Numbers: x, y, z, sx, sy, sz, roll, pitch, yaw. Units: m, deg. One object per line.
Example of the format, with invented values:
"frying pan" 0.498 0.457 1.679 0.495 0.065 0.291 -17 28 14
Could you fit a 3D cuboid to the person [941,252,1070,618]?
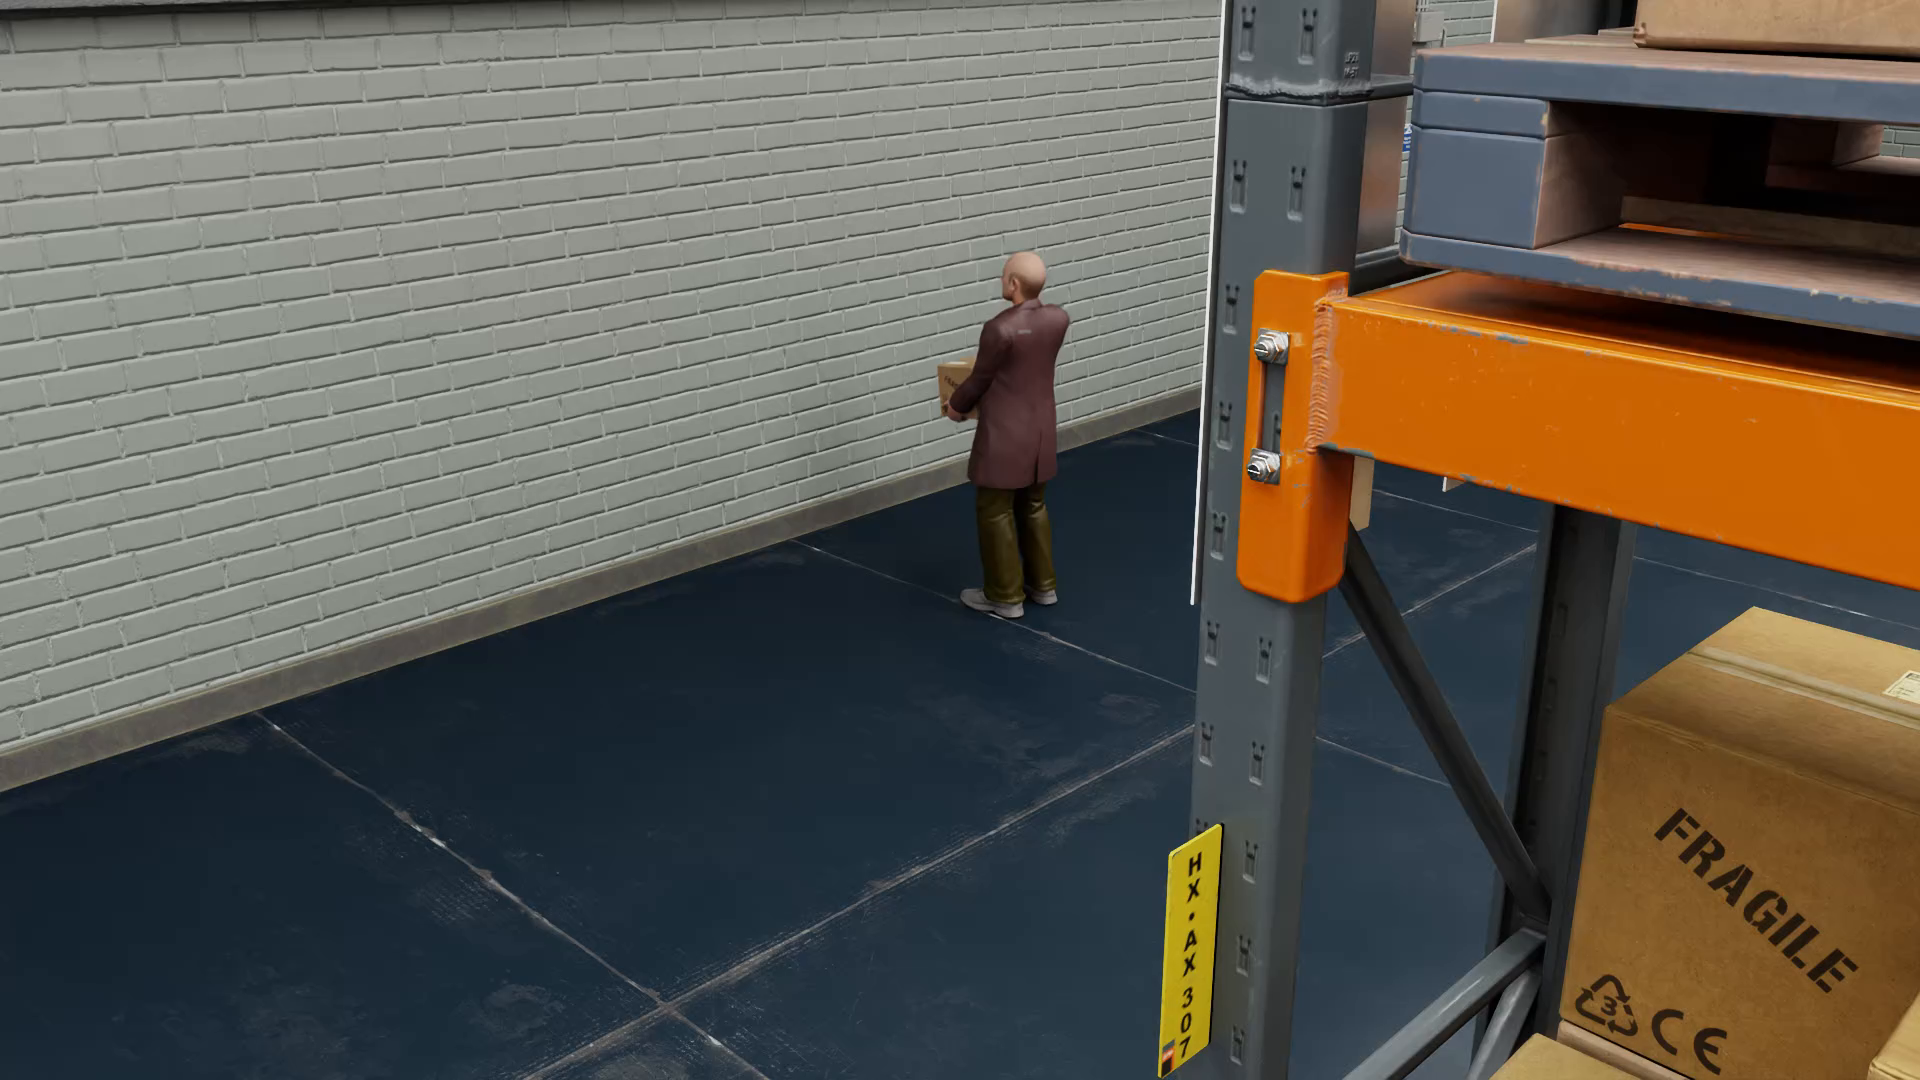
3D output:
"person" 0.194 -0.532 8.044 0.529 1.773 0.558 -19 27 -41
